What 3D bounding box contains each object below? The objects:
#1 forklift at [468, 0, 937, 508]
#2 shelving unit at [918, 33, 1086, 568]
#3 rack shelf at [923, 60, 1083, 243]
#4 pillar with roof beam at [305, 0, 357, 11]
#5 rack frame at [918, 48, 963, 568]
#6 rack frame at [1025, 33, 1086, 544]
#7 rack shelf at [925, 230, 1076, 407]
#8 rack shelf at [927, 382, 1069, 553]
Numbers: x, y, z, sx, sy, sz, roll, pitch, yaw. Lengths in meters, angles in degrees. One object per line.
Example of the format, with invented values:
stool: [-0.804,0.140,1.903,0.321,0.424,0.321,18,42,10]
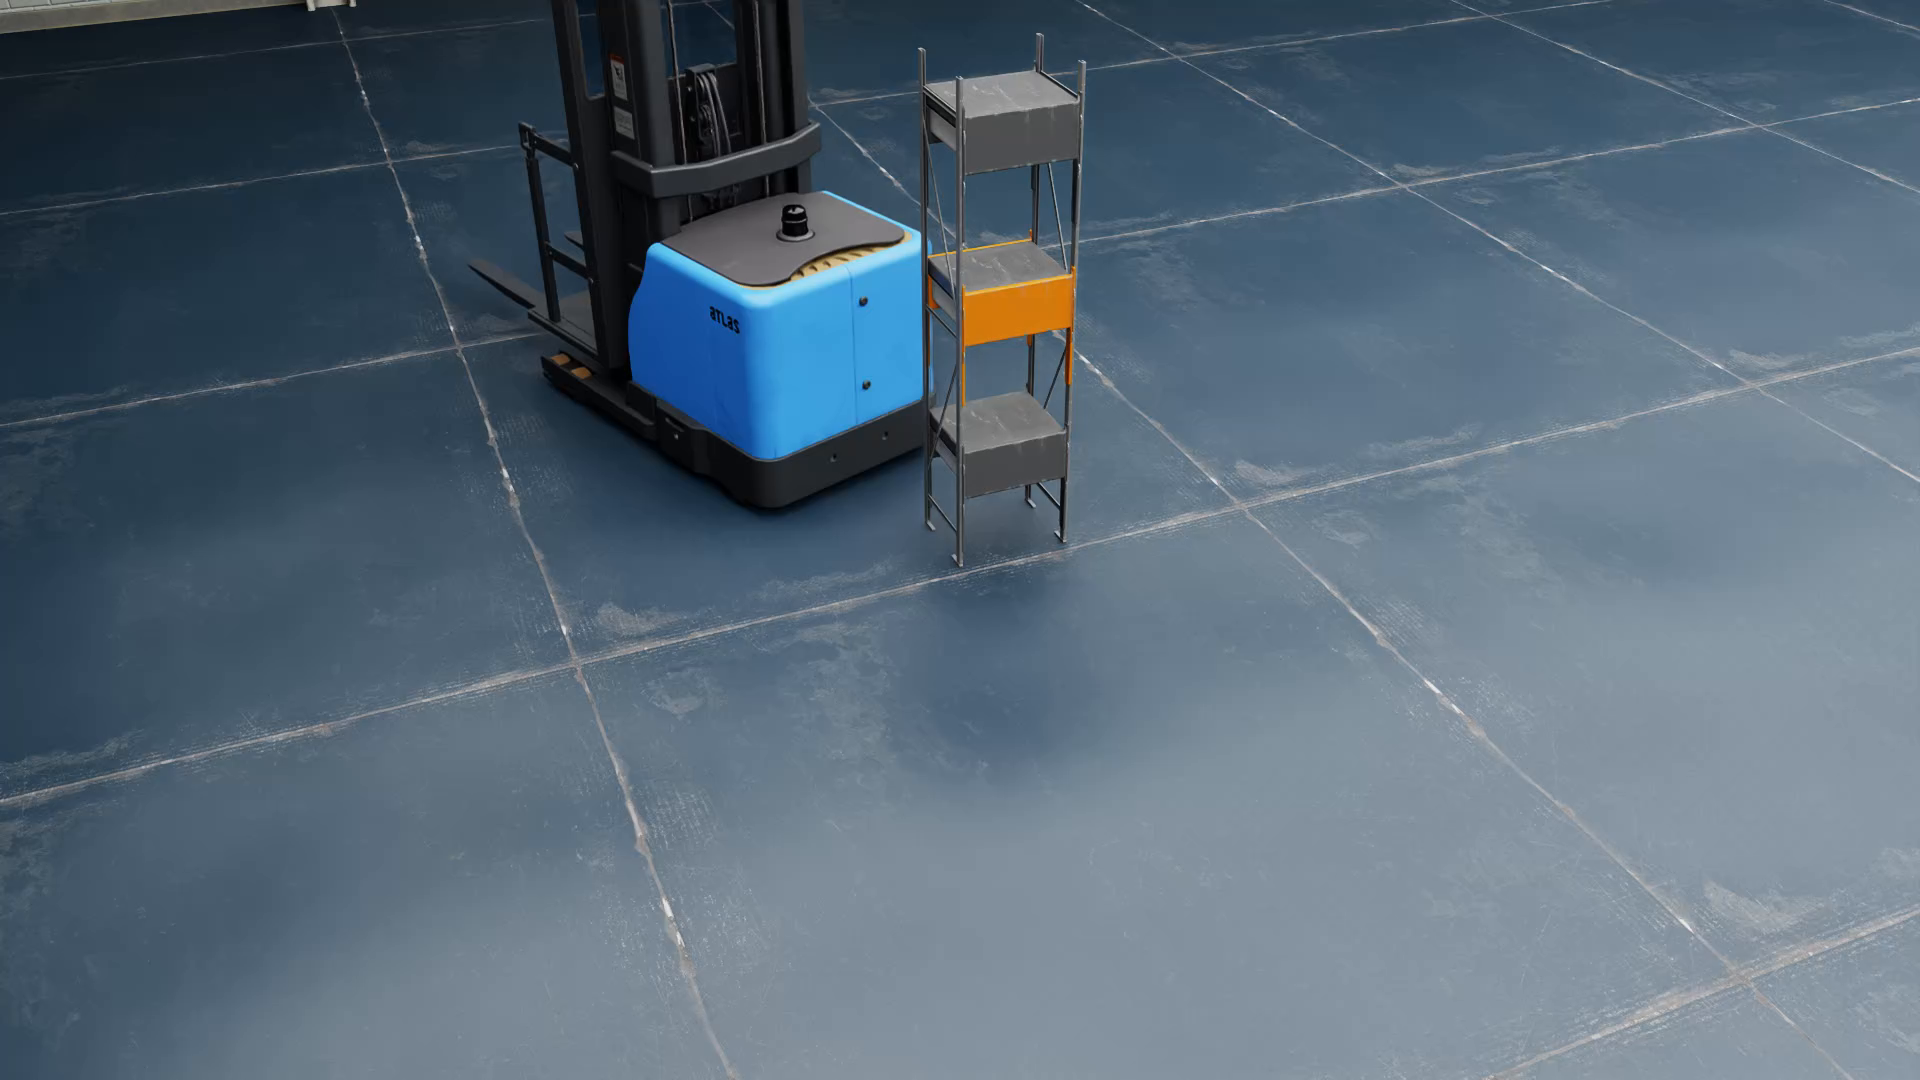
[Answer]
forklift: [-1.466,-2.090,7.775,1.130,2.935,3.031,-26,41,-34]
shelving unit: [0.153,-0.915,6.731,0.503,2.100,0.431,-13,35,-19]
rack shelf: [0.153,-1.490,6.357,0.480,0.518,0.431,-13,35,-19]
pillar with roof beam: [-3.772,-6.241,8.590,0.400,9.000,9.100,-13,35,-19]
rack frame: [-0.072,-0.864,6.652,0.015,2.100,0.400,-13,35,-19]
rack frame: [0.378,-0.967,6.810,0.015,2.100,0.400,-13,35,-19]
rack shelf: [0.153,-0.904,6.738,0.480,0.518,0.431,-13,35,-19]
rack shelf: [0.153,-0.317,7.120,0.480,0.518,0.431,-13,35,-19]
